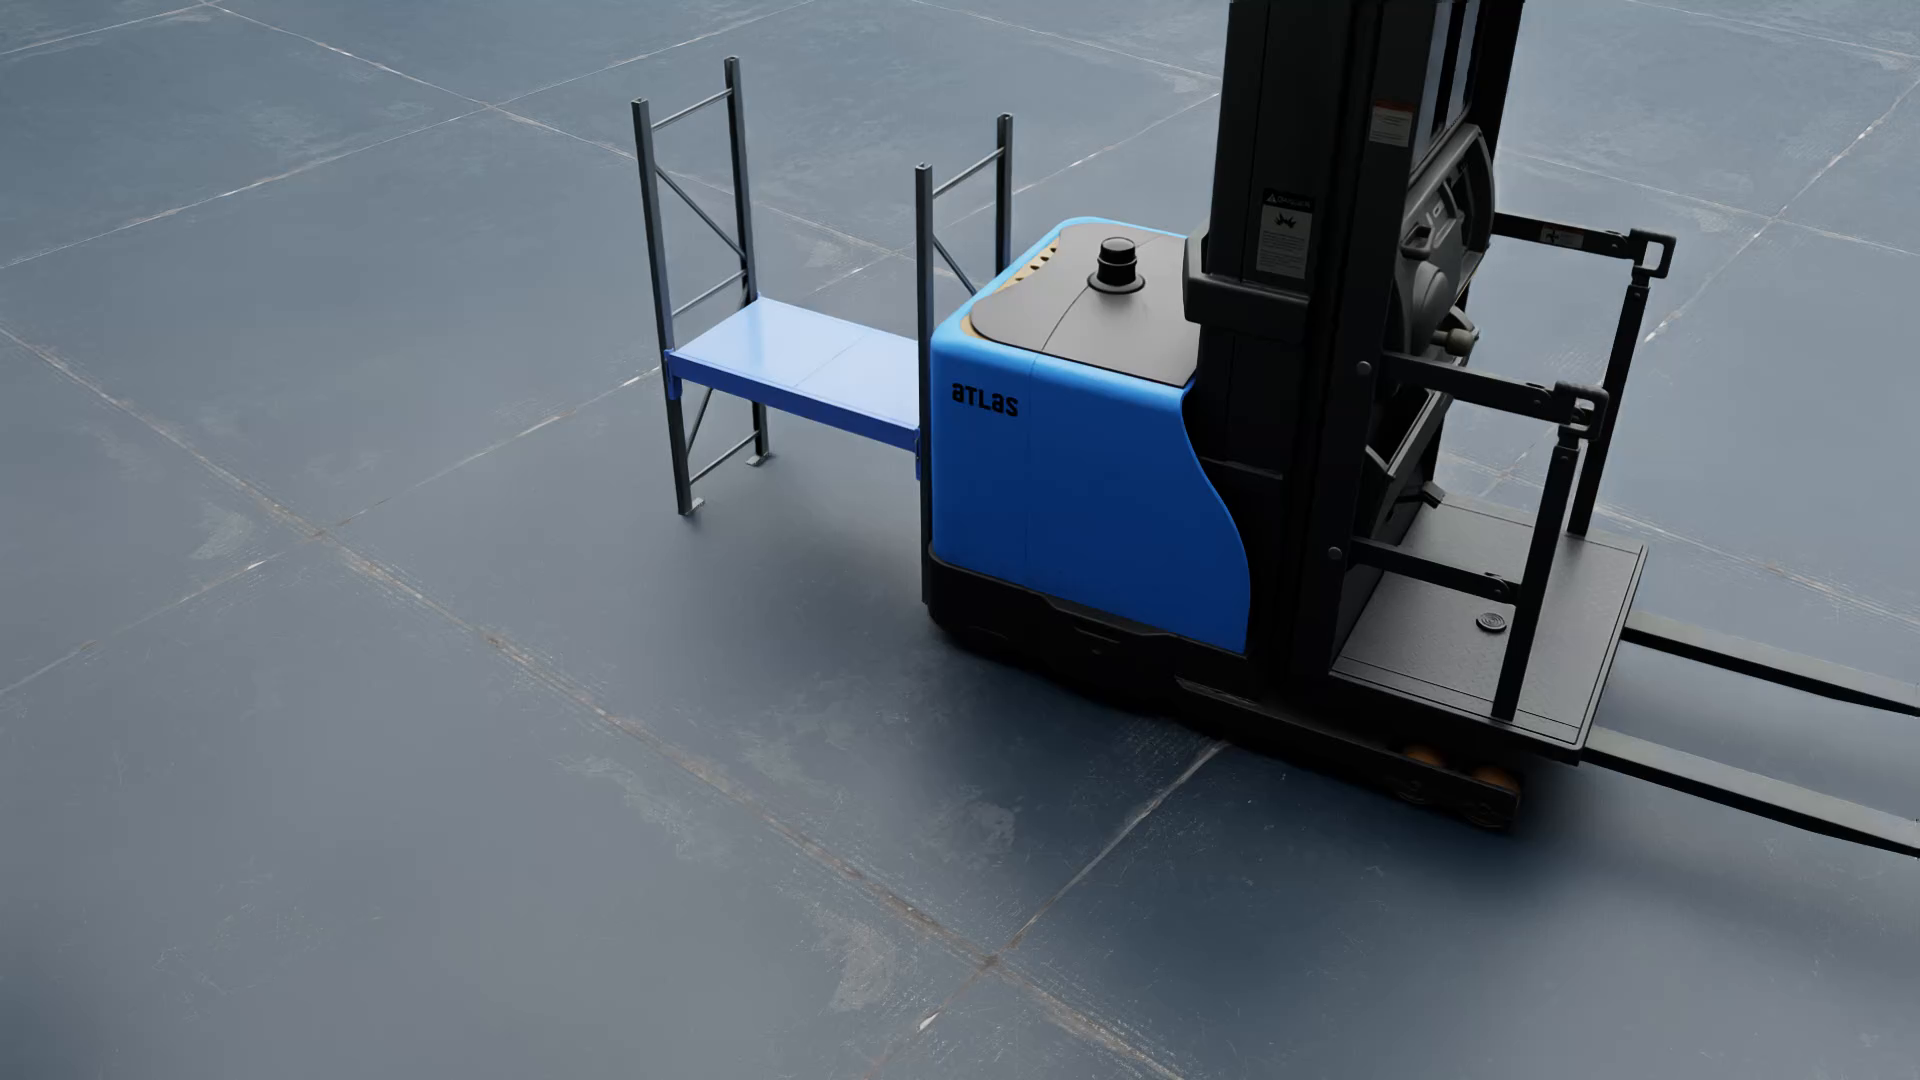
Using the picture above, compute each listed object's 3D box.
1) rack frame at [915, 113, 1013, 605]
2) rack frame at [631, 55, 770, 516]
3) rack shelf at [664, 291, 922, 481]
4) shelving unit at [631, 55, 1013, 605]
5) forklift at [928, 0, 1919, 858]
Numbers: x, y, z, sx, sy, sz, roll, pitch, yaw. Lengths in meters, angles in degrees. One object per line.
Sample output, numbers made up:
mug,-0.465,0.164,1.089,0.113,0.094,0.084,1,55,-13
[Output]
rack frame,0.017,-0.530,5.197,0.032,1.500,0.500,19,39,25
rack frame,-0.855,-0.827,5.629,0.032,1.500,0.500,19,39,25
rack shelf,-0.419,-0.530,5.515,1.000,0.185,0.538,19,39,25
shelving unit,-0.419,-0.679,5.413,1.048,1.500,0.538,19,39,25
forklift,1.445,-0.761,4.268,3.031,2.935,1.130,17,38,23
